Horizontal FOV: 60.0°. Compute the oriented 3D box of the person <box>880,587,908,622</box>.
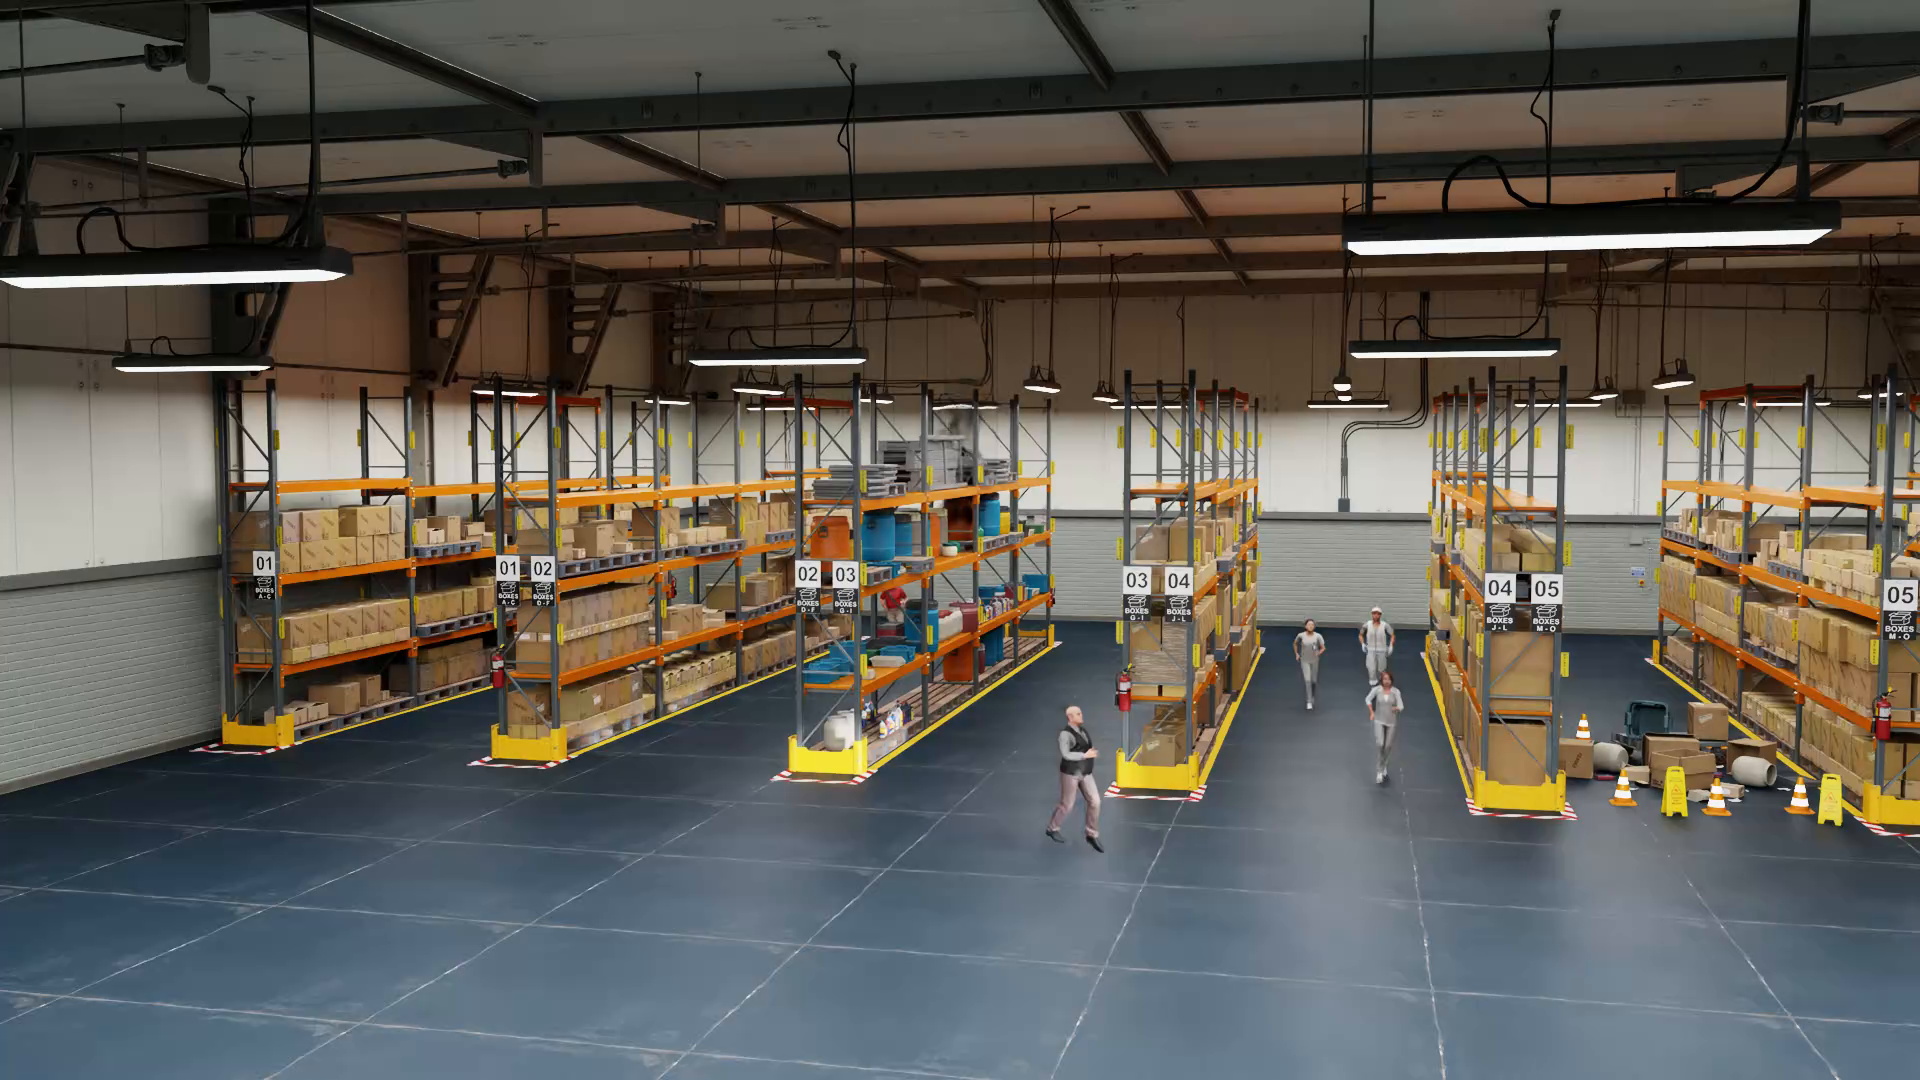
[{"bbox_3d":[-1.602,1.759,40.073,0.674,1.680,0.621,0,3,-1],"label":"person"}]

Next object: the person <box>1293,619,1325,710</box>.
[{"bbox_3d":[6.536,2.296,31.135,0.586,1.659,0.836,0,3,6],"label":"person"}]

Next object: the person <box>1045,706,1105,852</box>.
[{"bbox_3d":[1.404,2.913,20.359,0.789,1.778,0.628,3,5,42],"label":"person"}]

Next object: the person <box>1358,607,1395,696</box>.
[{"bbox_3d":[8.158,2.177,32.569,0.702,1.742,0.637,1,4,17],"label":"person"}]

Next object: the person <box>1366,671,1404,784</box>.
[{"bbox_3d":[6.243,2.789,24.430,0.519,1.546,0.722,0,3,6],"label":"person"}]
